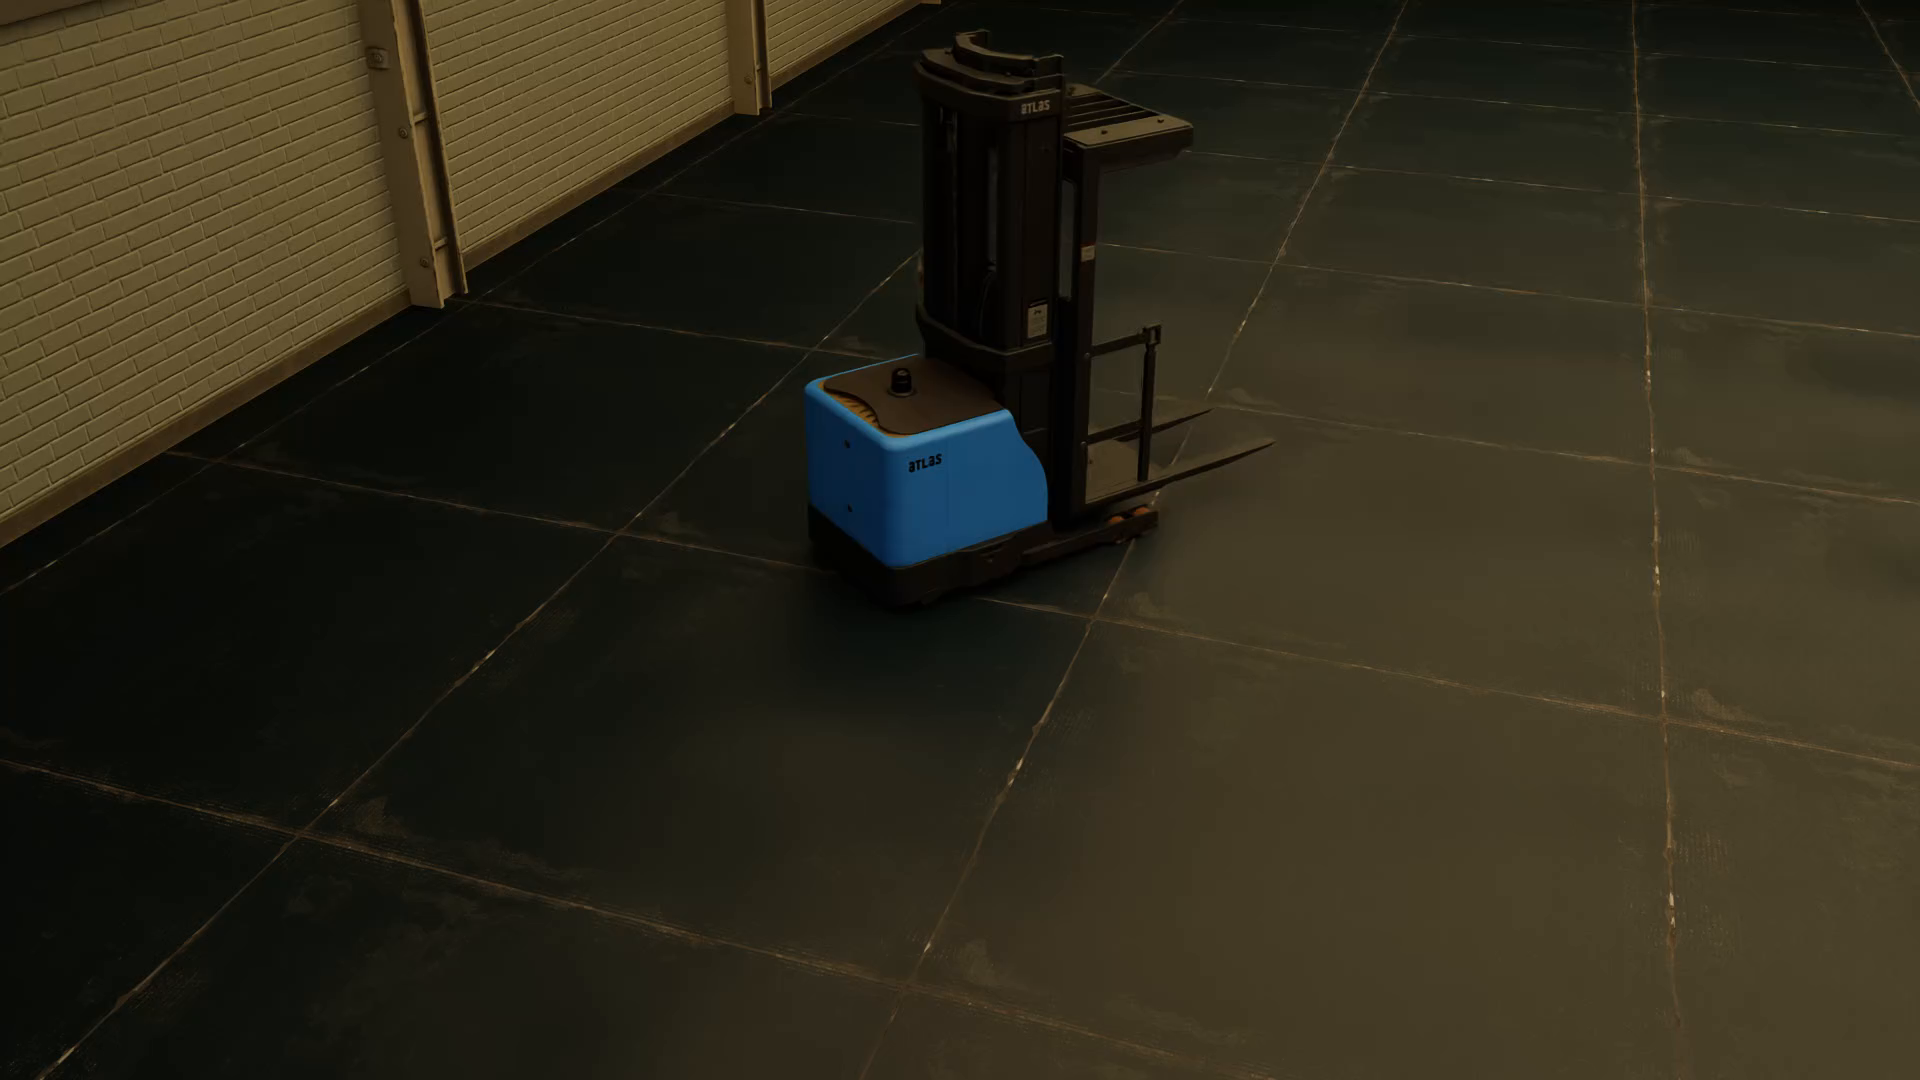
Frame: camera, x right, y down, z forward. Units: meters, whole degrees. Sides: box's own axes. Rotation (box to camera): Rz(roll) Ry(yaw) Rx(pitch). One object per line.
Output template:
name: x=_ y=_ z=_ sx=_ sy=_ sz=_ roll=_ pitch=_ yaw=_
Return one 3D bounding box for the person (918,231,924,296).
person: x=-0.103 y=-1.461 z=11.051 sx=0.484 sy=1.599 sz=0.780 roll=-13 pitch=32 yaw=-21

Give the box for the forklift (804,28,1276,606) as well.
forklift: x=0.606 y=-1.451 z=9.682 sx=3.031 sy=2.935 sz=1.130 roll=-18 pitch=34 yaw=-28
